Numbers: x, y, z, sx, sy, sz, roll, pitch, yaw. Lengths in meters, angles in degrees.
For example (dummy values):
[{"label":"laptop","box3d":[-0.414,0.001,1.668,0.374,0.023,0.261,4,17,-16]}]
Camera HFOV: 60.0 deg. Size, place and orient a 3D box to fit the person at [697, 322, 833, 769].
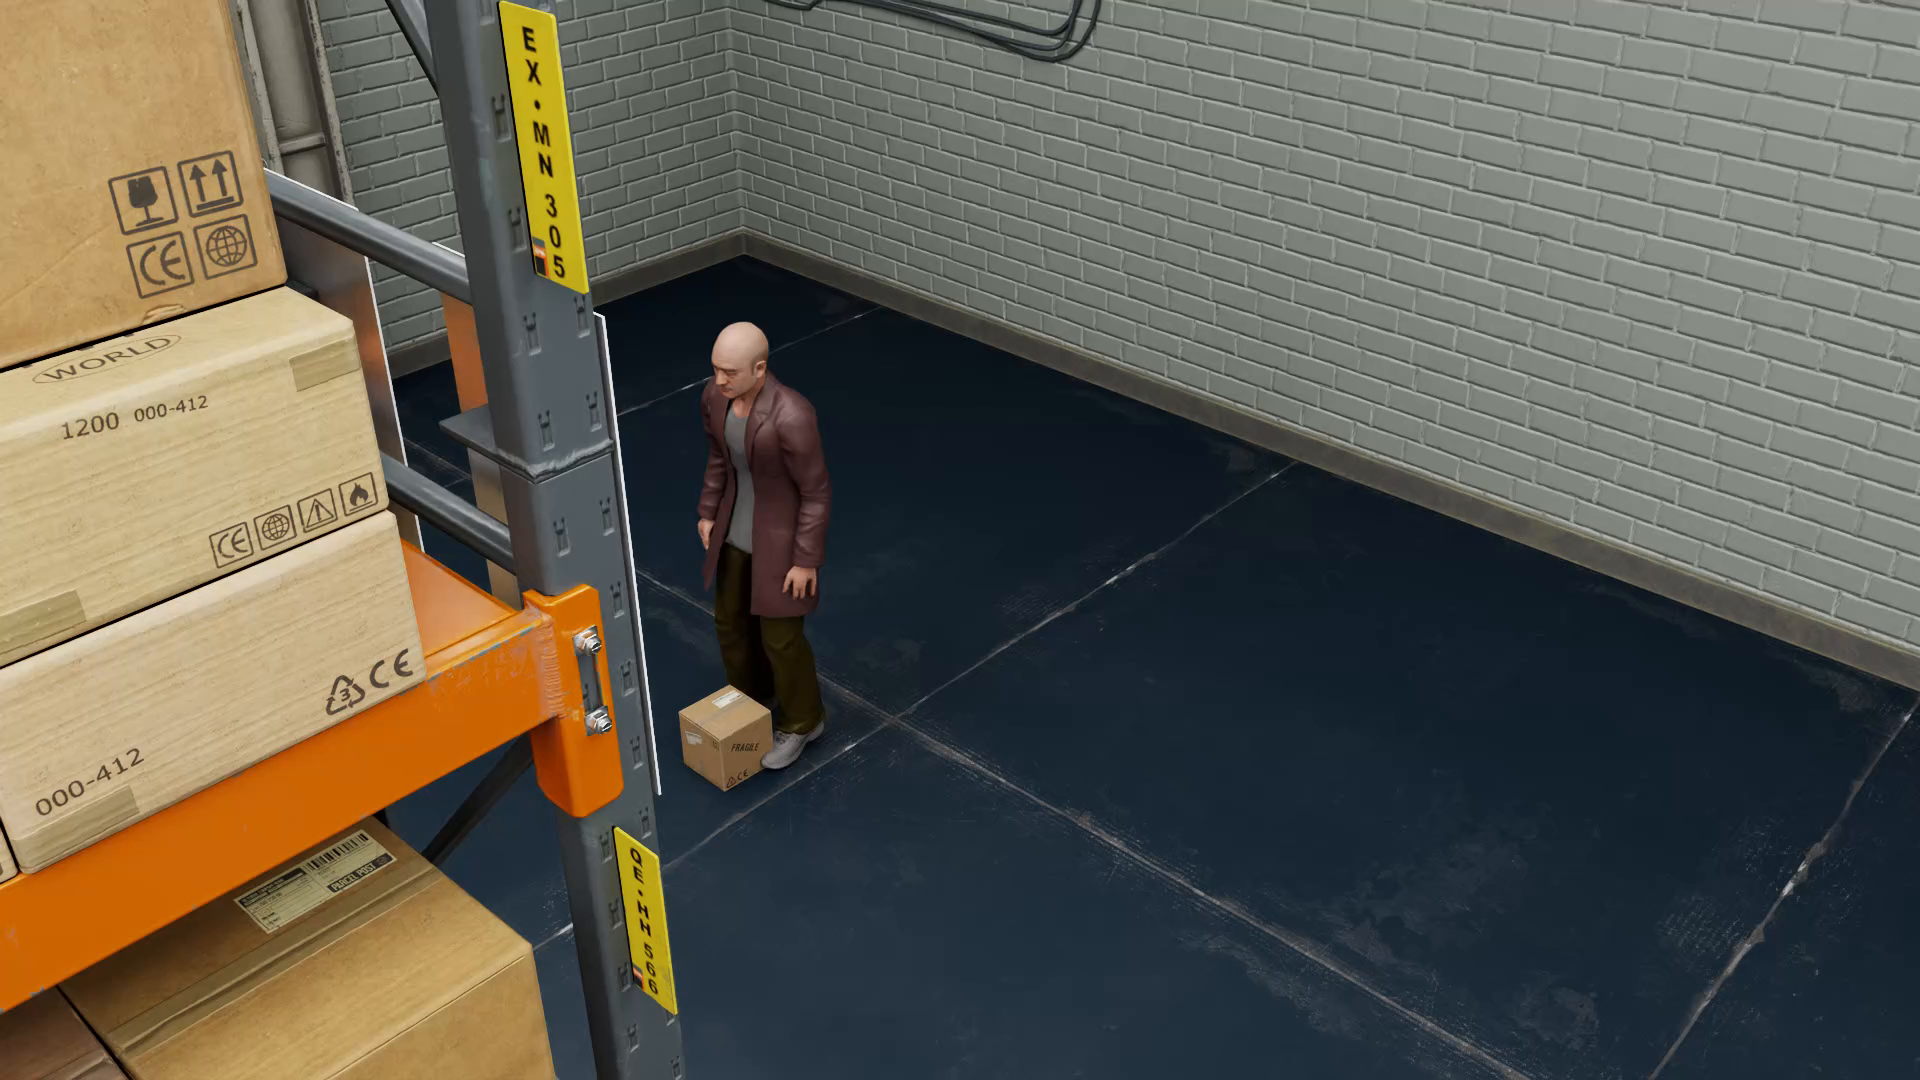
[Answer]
[{"label":"person","box3d":[-0.736,0.002,6.145,0.640,1.773,0.427,25,39,35]}]
